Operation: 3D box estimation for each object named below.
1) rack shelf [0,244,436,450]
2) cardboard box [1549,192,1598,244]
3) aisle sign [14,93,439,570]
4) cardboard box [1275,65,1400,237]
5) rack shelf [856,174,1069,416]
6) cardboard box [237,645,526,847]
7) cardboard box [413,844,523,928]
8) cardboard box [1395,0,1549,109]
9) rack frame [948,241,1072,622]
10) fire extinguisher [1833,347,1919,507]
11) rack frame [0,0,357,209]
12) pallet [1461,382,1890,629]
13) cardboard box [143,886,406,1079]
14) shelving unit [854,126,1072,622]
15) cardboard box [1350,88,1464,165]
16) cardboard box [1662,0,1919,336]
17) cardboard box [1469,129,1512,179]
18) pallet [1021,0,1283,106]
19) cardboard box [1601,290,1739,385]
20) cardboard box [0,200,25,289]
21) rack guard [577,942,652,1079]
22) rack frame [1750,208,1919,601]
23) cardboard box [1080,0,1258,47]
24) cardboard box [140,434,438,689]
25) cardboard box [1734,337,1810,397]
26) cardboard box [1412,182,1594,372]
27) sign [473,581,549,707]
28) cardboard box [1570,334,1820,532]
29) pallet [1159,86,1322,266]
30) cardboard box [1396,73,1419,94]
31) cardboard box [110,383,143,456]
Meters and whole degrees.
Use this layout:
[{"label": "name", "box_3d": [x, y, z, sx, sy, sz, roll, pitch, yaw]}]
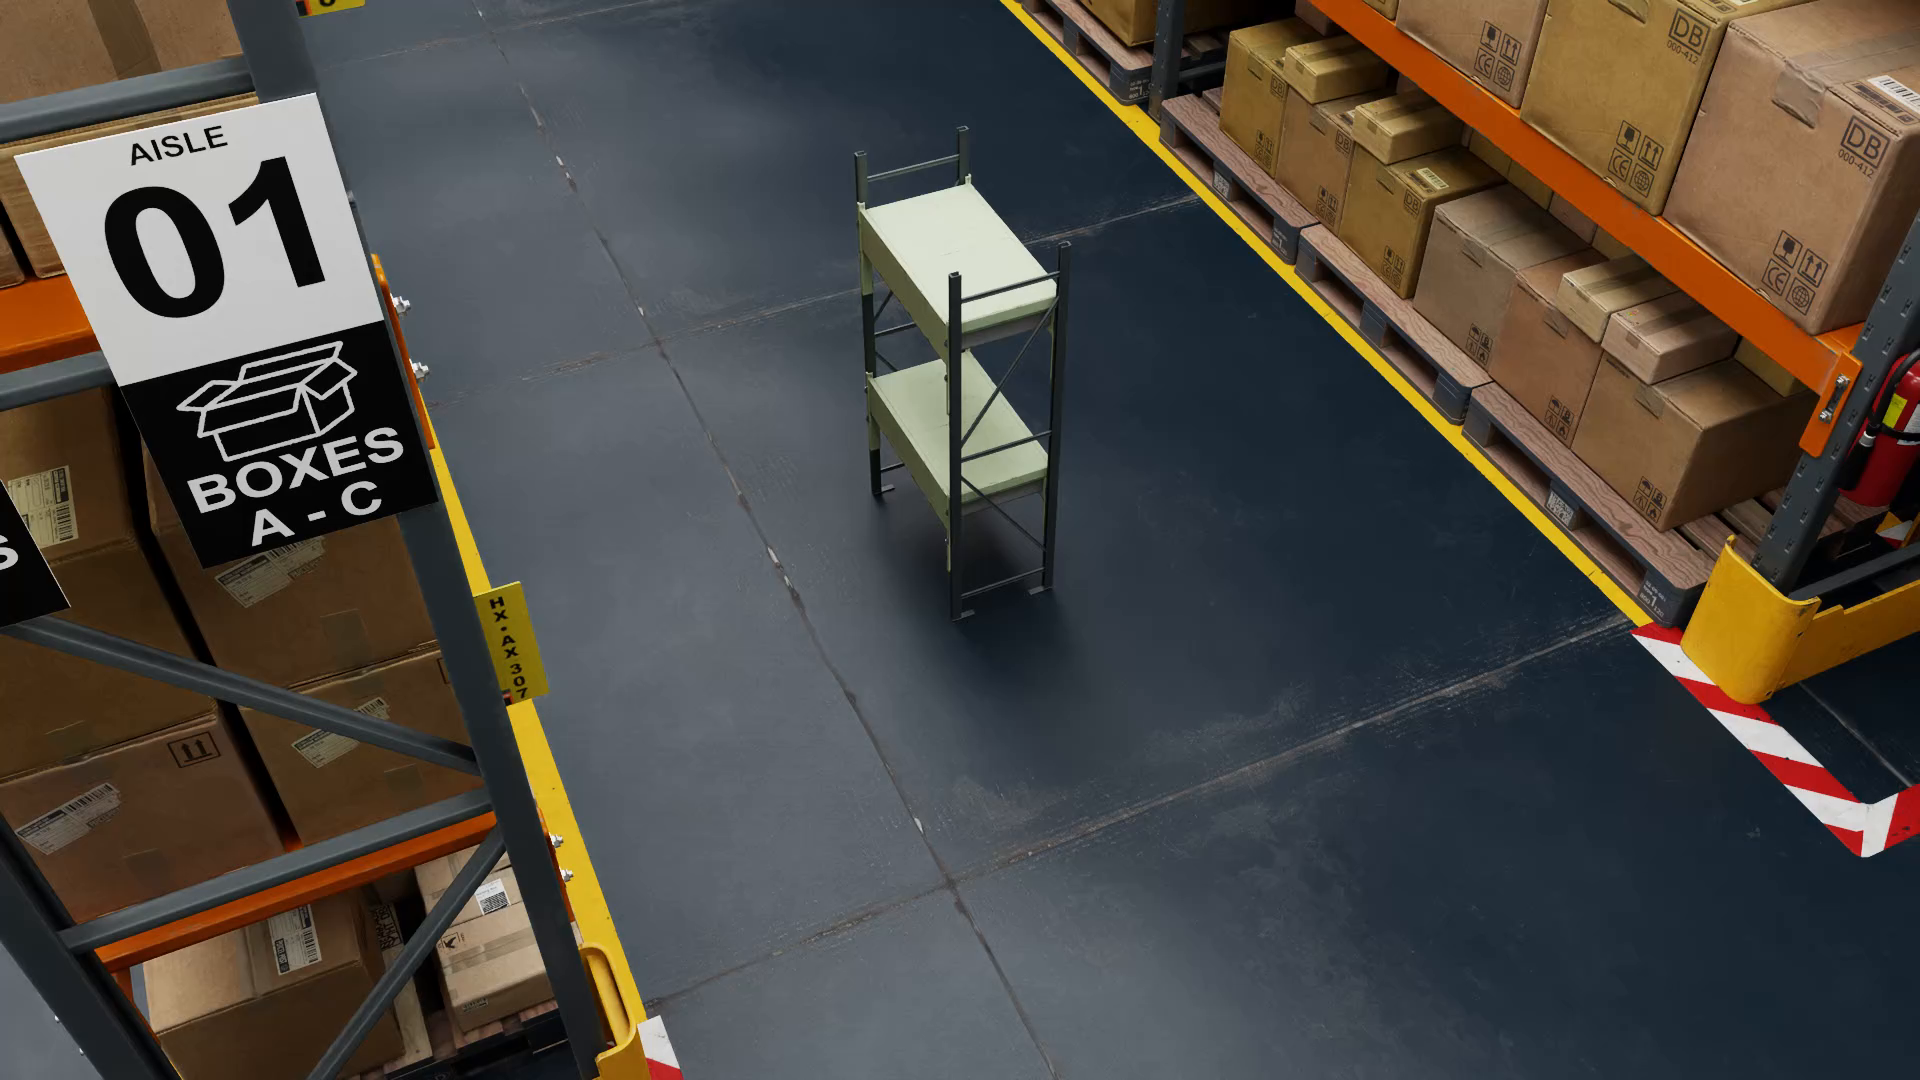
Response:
[{"label": "rack shelf", "box_3d": [-2.221, -1.407, 3.917, 1.077, 0.370, 4.000, -18, 47, -17]}, {"label": "cardboard box", "box_3d": [2.535, -1.317, 6.468, 0.380, 0.149, 0.250, -17, 47, -17]}, {"label": "aisle sign", "box_3d": [-1.085, -0.290, 2.557, 0.394, 0.787, 0.004, -18, 47, -17]}, {"label": "cardboard box", "box_3d": [1.860, -1.767, 7.386, 0.700, 0.500, 0.500, -18, 48, -18]}, {"label": "rack shelf", "box_3d": [-0.003, -0.816, 5.453, 0.431, 0.370, 0.720, -18, 47, -17]}, {"label": "cardboard box", "box_3d": [-1.328, 0.282, 3.757, 0.500, 0.500, 0.500, -17, 47, -17]}, {"label": "cardboard box", "box_3d": [-1.350, 1.003, 4.802, 0.380, 0.166, 0.250, -18, 47, -17]}, {"label": "cardboard box", "box_3d": [2.261, -2.164, 6.094, 0.980, 0.700, 0.700, -20, 48, -19]}, {"label": "rack frame", "box_3d": [0.151, -0.305, 5.491, 0.400, 1.500, 0.023, -18, 47, -17]}, {"label": "fire extinguisher", "box_3d": [2.757, -0.394, 4.834, 0.296, 0.674, 0.183, -18, 47, -17]}, {"label": "rack frame", "box_3d": [-1.380, -1.457, 1.319, 1.000, 3.000, 0.127, -18, 47, -17]}, {"label": "pallet", "box_3d": [2.705, -0.280, 6.384, 1.003, 0.211, 1.213, -18, 47, -17]}, {"label": "cardboard box", "box_3d": [-1.832, 1.138, 4.427, 0.500, 0.500, 0.500, -18, 47, -17]}, {"label": "shelving unit", "box_3d": [-0.003, -0.538, 5.728, 0.431, 1.500, 0.755, -18, 47, -17]}, {"label": "cardboard box", "box_3d": [1.850, -1.715, 6.871, 0.380, 0.149, 0.250, -19, 48, -19]}, {"label": "cardboard box", "box_3d": [2.889, -1.215, 5.133, 0.980, 0.700, 0.700, -16, 47, -16]}, {"label": "cardboard box", "box_3d": [2.321, -1.642, 6.797, 0.380, 0.149, 0.250, -19, 48, -18]}, {"label": "pallet", "box_3d": [1.038, -2.813, 8.950, 1.003, 0.211, 1.213, -18, 47, -17]}, {"label": "cardboard box", "box_3d": [2.508, -0.722, 5.865, 0.380, 0.149, 0.250, -19, 48, -18]}, {"label": "cardboard box", "box_3d": [-1.836, -0.585, 2.679, 0.500, 0.250, 0.500, -18, 47, -17]}, {"label": "rack guard", "box_3d": [-1.412, 1.520, 4.354, 1.175, 0.500, 0.348, -18, 47, -17]}, {"label": "rack frame", "box_3d": [3.113, -0.787, 4.912, 1.000, 3.000, 0.127, -18, 47, -17]}, {"label": "cardboard box", "box_3d": [1.039, -3.096, 8.483, 0.750, 0.750, 0.750, -18, 47, -17]}, {"label": "cardboard box", "box_3d": [-1.328, -0.073, 3.406, 0.500, 0.500, 0.500, -17, 47, -16]}, {"label": "cardboard box", "box_3d": [2.962, -0.673, 5.815, 0.380, 0.149, 0.250, -18, 47, -17]}, {"label": "cardboard box", "box_3d": [2.305, -1.102, 6.712, 0.700, 0.500, 0.500, -19, 48, -19]}, {"label": "sign", "box_3d": [-0.888, 0.210, 3.285, 0.100, 0.325, 0.005, -18, 47, -17]}, {"label": "cardboard box", "box_3d": [2.727, -0.463, 6.064, 0.700, 0.500, 0.500, -18, 47, -17]}, {"label": "pallet", "box_3d": [1.679, -1.835, 7.960, 1.003, 0.211, 1.213, -18, 47, -17]}, {"label": "cardboard box", "box_3d": [2.106, -1.968, 7.127, 0.380, 0.149, 0.250, -19, 48, -19]}, {"label": "cardboard box", "box_3d": [-2.030, -0.237, 3.571, 0.500, 0.500, 0.500, -17, 47, -16]}]
